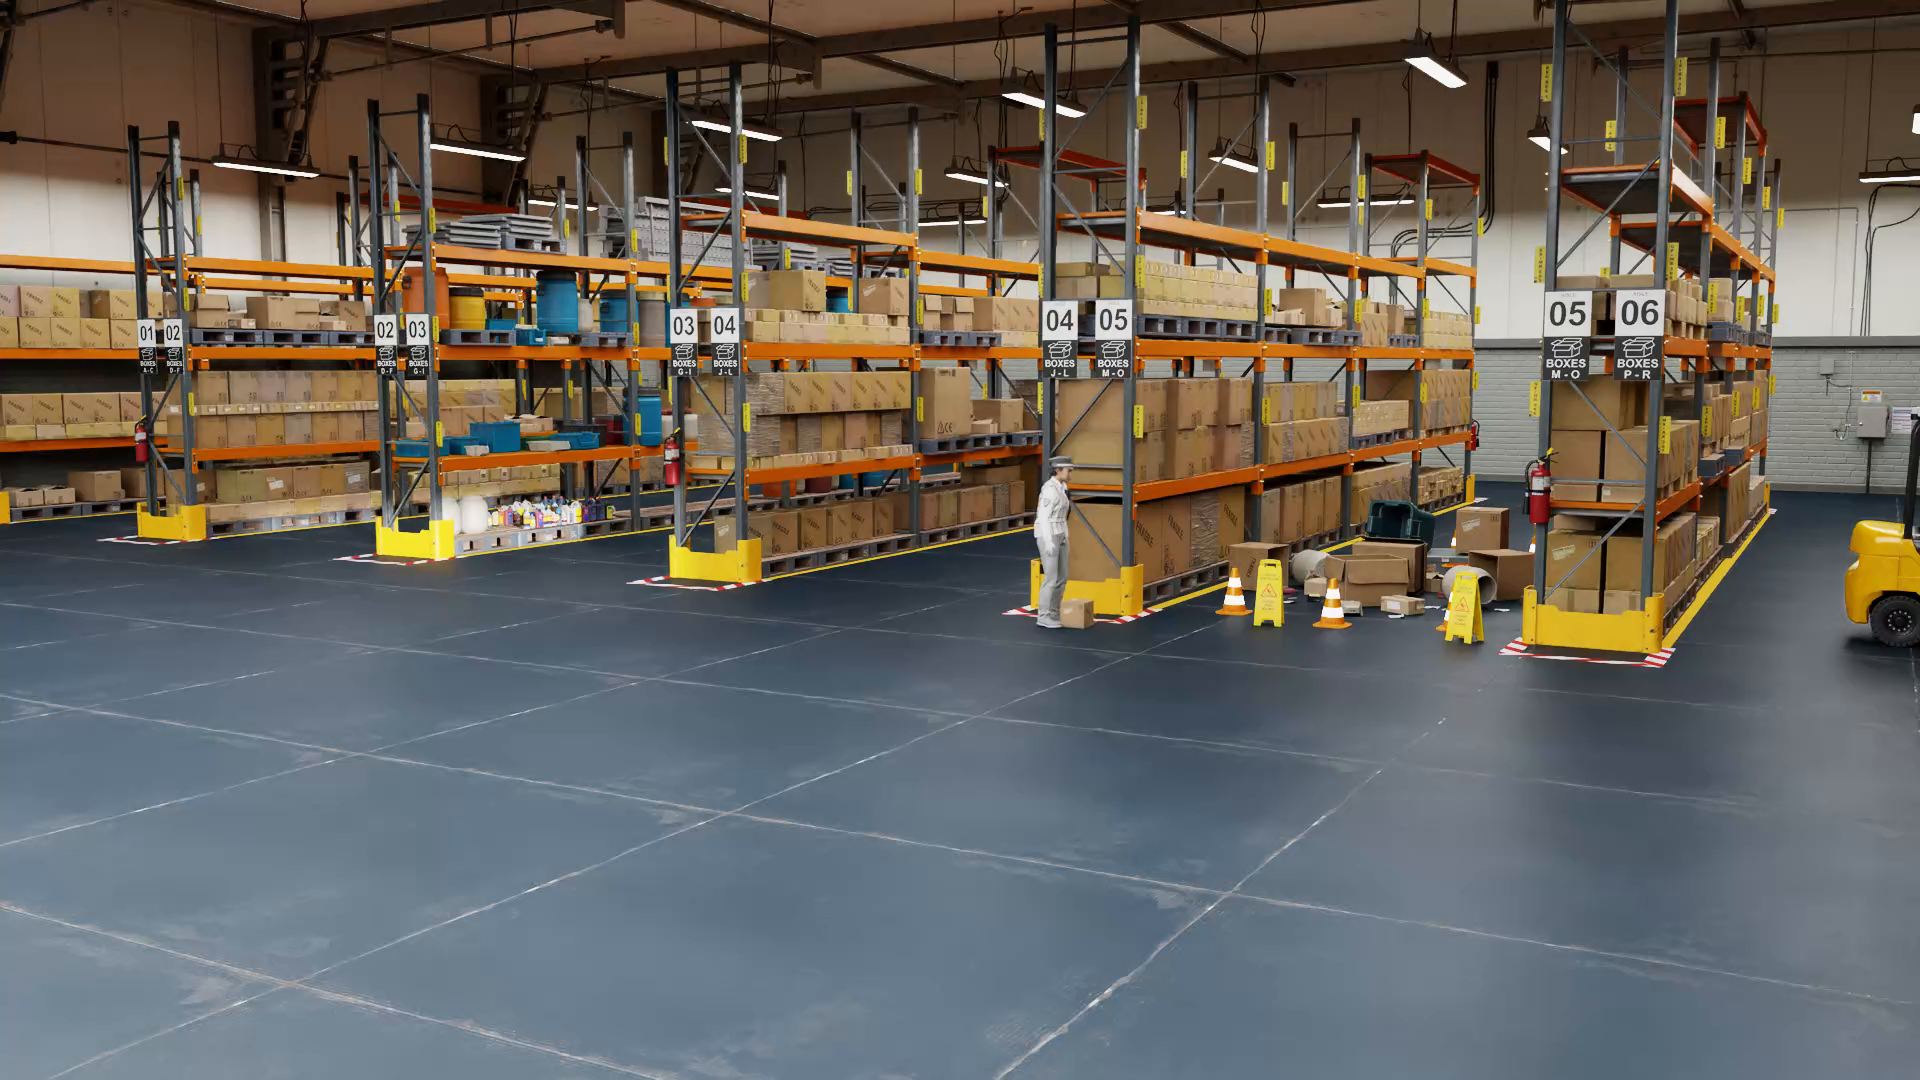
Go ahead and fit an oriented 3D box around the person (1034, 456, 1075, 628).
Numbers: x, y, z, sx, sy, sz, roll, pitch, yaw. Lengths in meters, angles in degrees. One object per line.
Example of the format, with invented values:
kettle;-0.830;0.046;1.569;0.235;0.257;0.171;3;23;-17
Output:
person;0.932;0.006;16.306;0.374;1.661;0.540;3;7;25
